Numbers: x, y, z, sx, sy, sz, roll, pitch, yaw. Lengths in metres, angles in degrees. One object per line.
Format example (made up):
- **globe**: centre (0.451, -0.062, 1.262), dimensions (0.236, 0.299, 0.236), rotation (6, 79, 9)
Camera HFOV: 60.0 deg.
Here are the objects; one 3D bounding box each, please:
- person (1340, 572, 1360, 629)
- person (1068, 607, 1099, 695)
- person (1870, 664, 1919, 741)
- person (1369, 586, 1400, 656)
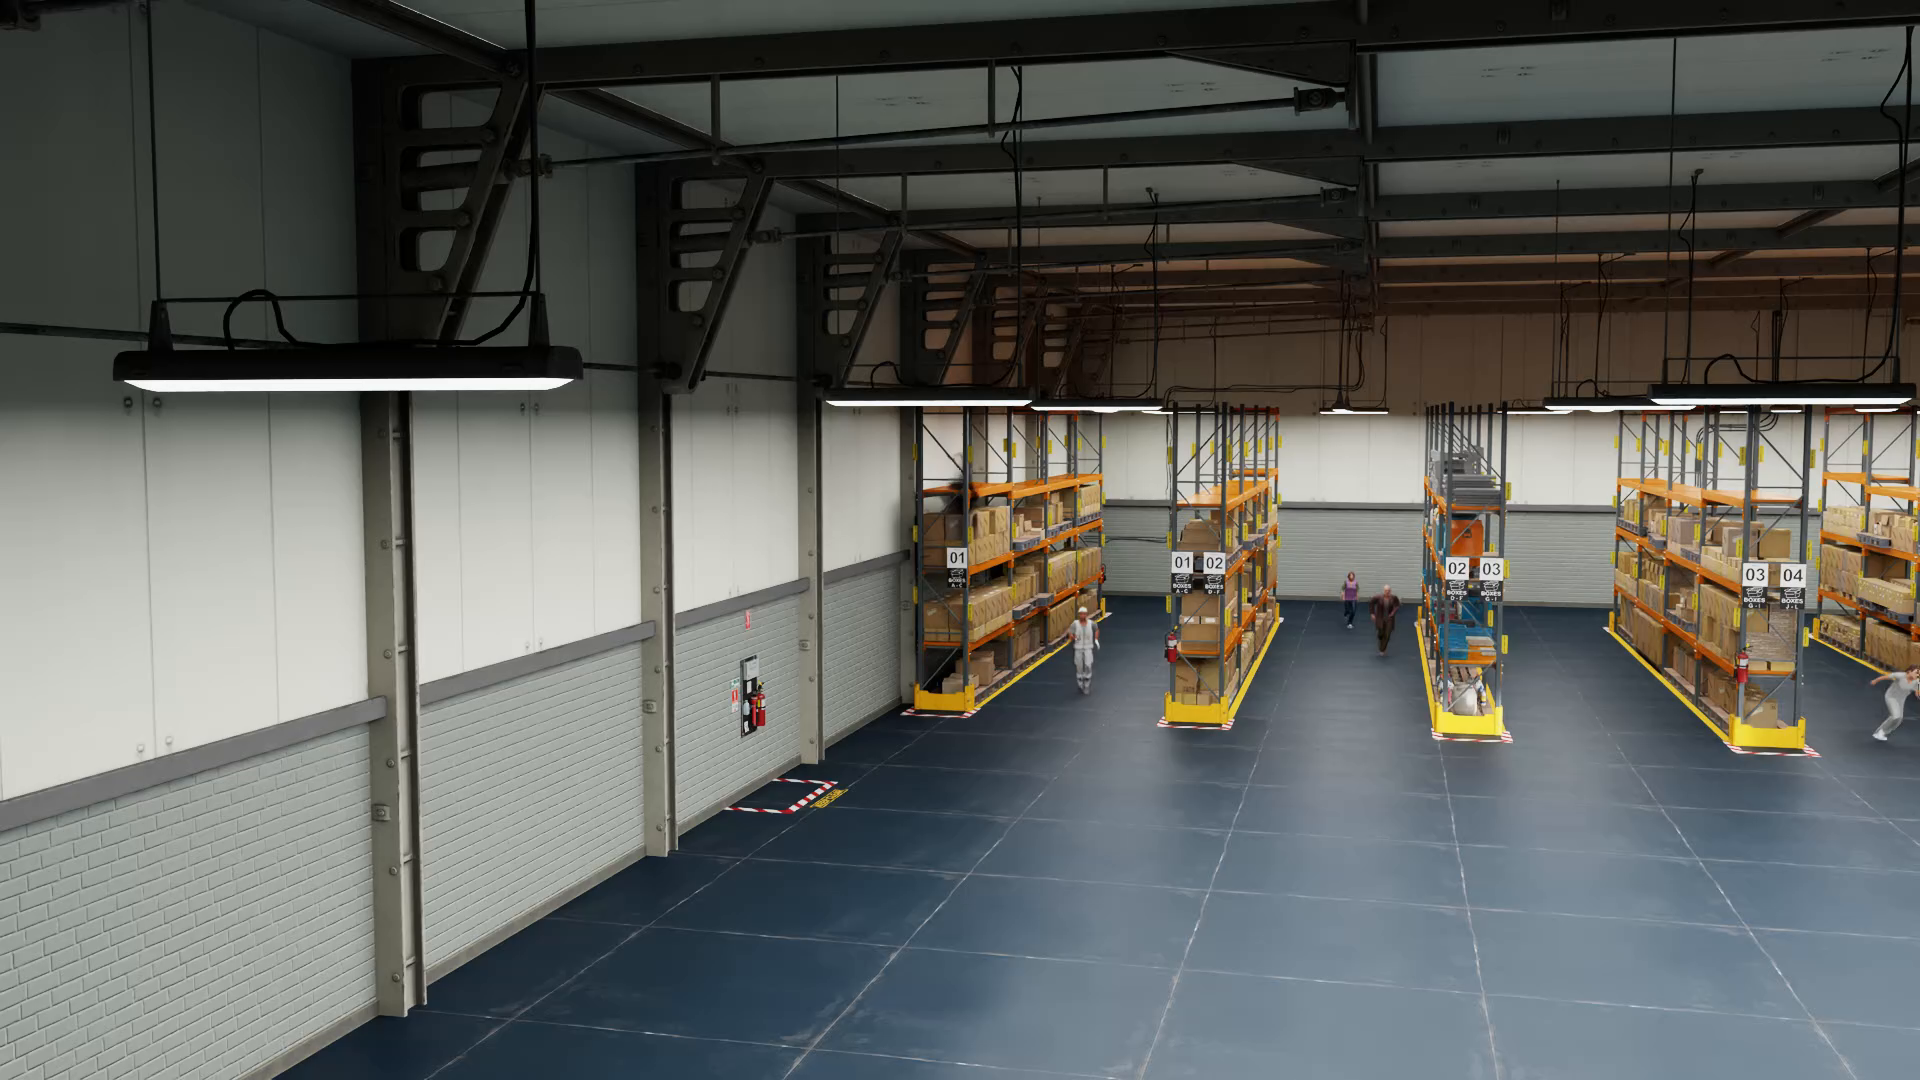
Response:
- **person**: centre (10.593, 1.625, 45.155), dimensions (0.523, 1.545, 0.579), rotation (0, 4, 3)
- **person**: centre (2.562, 2.291, 34.407), dimensions (0.648, 1.829, 0.836), rotation (0, 4, 4)
- **person**: centre (16.455, 2.842, 29.108), dimensions (0.544, 1.438, 0.939), rotation (-1, 4, -8)
- **person**: centre (10.213, 1.935, 40.010), dimensions (0.696, 1.711, 0.793), rotation (0, 4, 3)
